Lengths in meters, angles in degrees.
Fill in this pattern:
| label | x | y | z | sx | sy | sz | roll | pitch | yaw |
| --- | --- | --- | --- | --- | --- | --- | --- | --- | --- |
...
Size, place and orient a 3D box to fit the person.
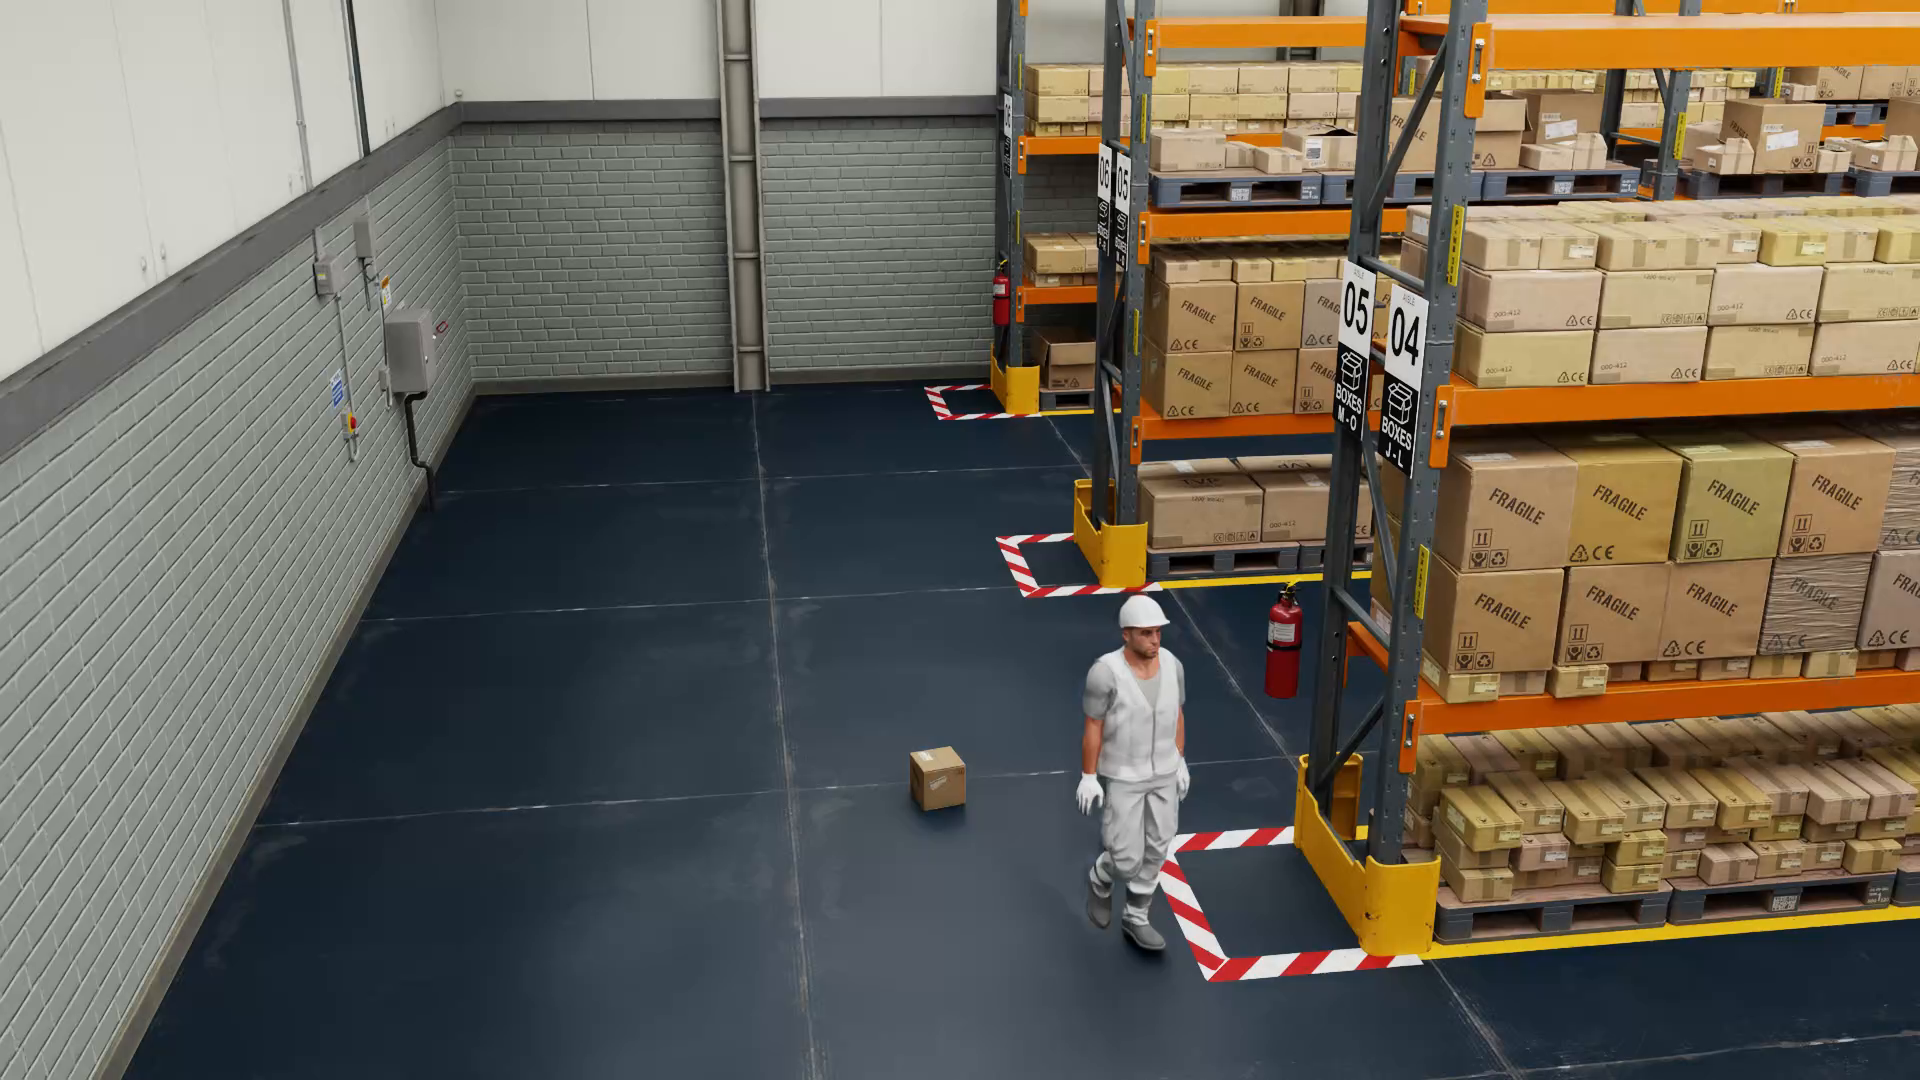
| label | x | y | z | sx | sy | sz | roll | pitch | yaw |
| --- | --- | --- | --- | --- | --- | --- | --- | --- | --- |
| person | 0.828 | 1.104 | 7.884 | 0.594 | 1.780 | 0.494 | -9 | 22 | -24 |
